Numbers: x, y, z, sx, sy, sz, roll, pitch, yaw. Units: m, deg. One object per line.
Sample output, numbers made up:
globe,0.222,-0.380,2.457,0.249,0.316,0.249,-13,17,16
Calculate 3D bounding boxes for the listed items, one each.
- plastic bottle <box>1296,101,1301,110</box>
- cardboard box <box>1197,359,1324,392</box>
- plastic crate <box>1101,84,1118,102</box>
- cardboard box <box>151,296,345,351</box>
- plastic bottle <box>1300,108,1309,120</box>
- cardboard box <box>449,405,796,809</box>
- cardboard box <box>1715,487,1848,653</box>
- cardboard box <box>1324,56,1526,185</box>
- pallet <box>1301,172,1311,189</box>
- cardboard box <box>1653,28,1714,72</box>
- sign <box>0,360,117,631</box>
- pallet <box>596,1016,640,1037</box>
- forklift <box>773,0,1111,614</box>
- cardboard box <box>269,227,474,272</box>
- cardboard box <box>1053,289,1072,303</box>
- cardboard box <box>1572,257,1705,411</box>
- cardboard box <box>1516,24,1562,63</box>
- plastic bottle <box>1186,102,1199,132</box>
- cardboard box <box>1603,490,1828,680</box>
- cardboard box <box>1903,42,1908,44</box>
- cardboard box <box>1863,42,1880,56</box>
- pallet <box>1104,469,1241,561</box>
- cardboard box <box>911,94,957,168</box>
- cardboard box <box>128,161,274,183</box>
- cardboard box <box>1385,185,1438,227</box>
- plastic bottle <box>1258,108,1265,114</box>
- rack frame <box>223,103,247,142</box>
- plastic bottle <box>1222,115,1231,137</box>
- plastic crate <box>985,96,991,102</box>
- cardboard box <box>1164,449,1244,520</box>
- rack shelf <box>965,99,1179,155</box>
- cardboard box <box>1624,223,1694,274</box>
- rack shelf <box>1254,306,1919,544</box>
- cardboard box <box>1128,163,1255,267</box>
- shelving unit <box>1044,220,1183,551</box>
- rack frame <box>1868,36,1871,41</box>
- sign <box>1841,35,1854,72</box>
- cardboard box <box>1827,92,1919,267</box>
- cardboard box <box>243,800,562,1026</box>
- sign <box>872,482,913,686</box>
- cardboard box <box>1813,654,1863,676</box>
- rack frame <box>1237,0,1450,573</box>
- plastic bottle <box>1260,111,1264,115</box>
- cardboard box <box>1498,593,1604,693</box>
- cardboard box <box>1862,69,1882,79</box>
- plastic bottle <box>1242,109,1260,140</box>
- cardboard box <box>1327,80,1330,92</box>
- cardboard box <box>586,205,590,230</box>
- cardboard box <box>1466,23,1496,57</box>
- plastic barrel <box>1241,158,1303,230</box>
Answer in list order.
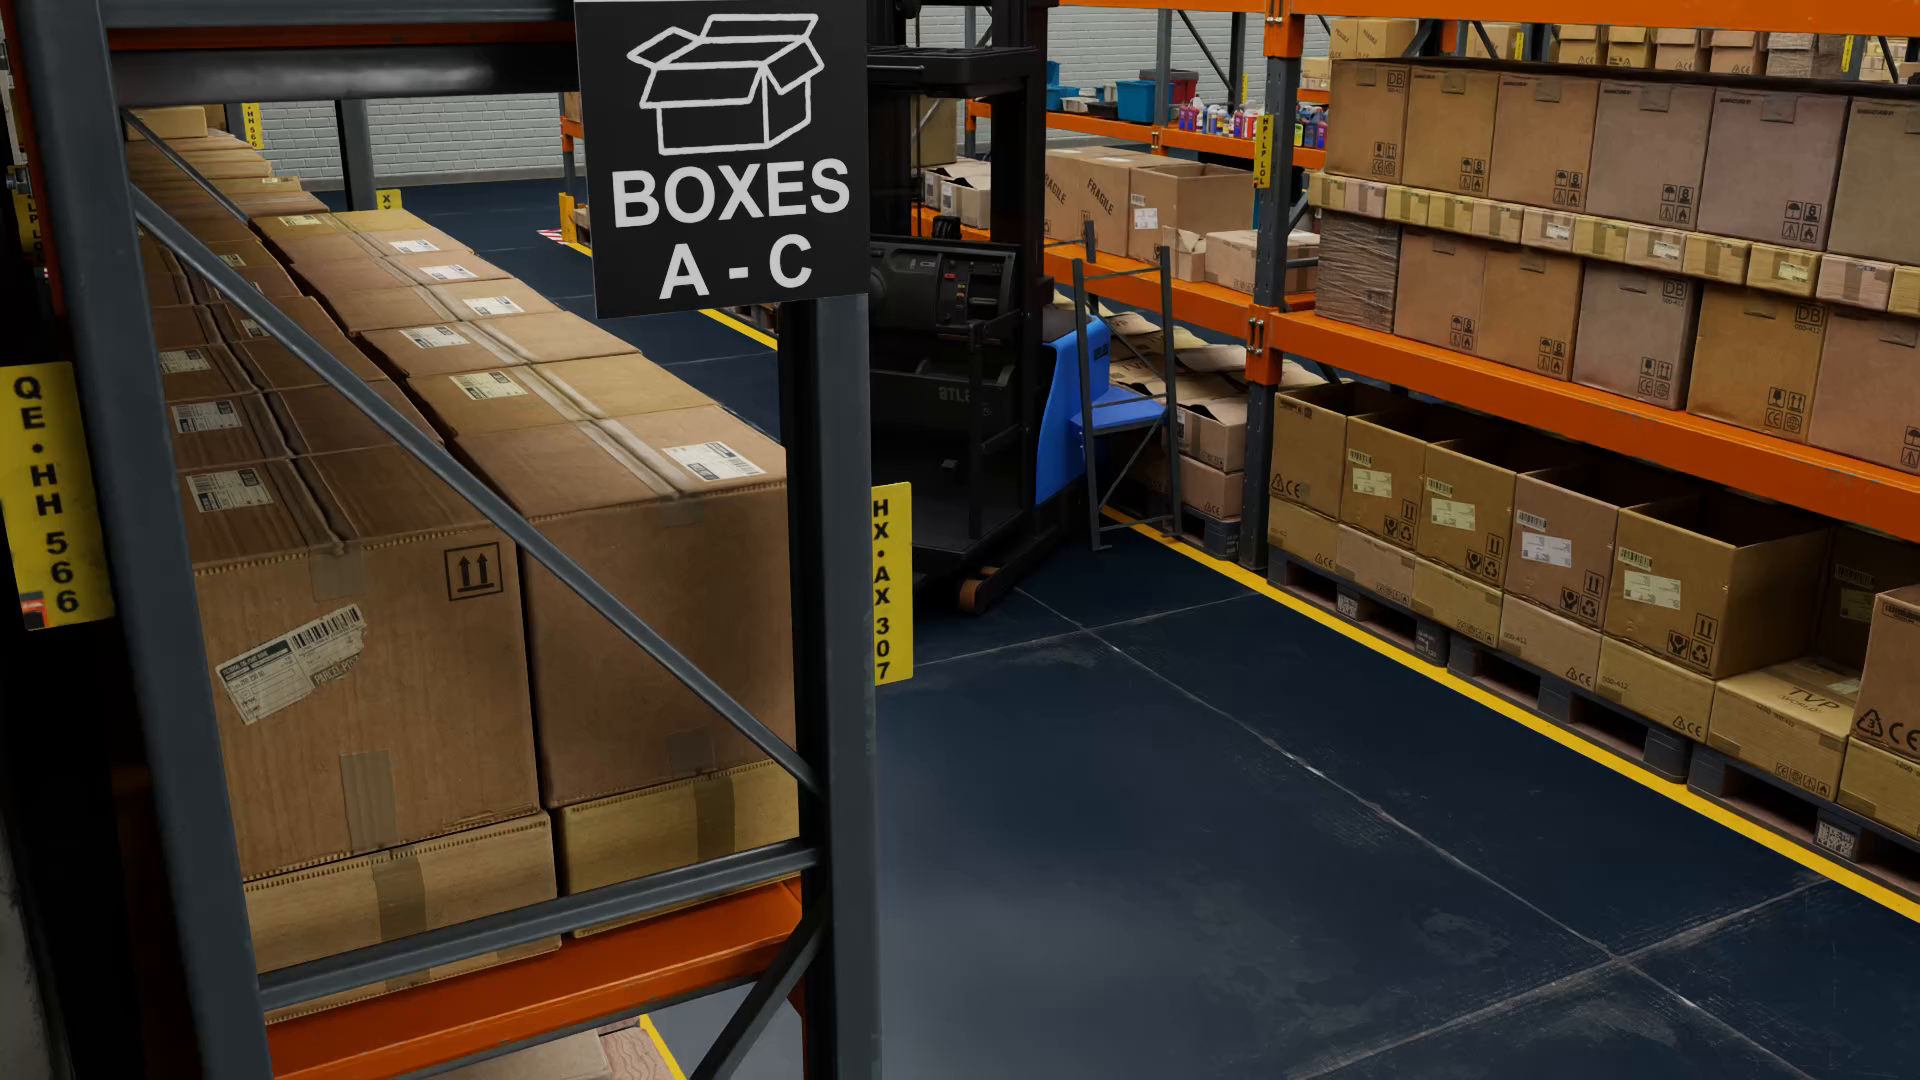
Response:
plastic bottle,3.236,-4.124,16.137,0.144,0.351,0.185,-10,21,-27
cardboard box,1.651,-0.817,9.188,0.500,0.311,0.500,-10,22,-27
plastic crate,1.860,-4.853,18.263,0.437,0.282,0.530,-10,21,-27
cardboard box,-1.727,-0.268,3.936,0.500,0.500,0.500,-10,21,-26
plastic bottle,3.271,-3.977,15.832,0.097,0.271,0.097,0,19,0
cardboard box,-0.559,0.089,2.901,0.500,0.500,0.500,-10,21,-27
cardboard box,3.214,0.071,6.326,0.500,0.500,0.500,-10,21,-27
cardboard box,2.077,-1.885,7.431,0.700,0.500,0.500,-10,21,-26
pallet,5.331,-4.793,22.276,1.003,0.211,1.213,-10,21,-27
cardboard box,7.717,-5.145,17.330,0.797,0.503,0.637,-9,21,-25
sign,-1.095,-0.051,1.997,0.100,0.325,0.005,-10,21,-27
pallet,-1.563,1.274,4.694,1.003,0.211,1.213,-10,21,-27
forklift,-0.266,-1.202,7.698,1.130,2.935,3.031,9,21,24
cardboard box,-1.758,-0.645,5.030,0.500,0.500,0.500,-10,21,-27
cardboard box,0.427,-1.551,11.316,0.500,0.311,0.500,-9,21,-25
cardboard box,2.813,-0.830,6.362,0.700,0.500,0.500,-9,21,-25
cardboard box,6.780,-5.782,19.491,0.500,0.500,0.500,-10,21,-27
plastic bottle,2.285,-4.149,16.312,0.061,0.283,0.133,-10,21,-27
cardboard box,2.756,0.151,6.093,0.500,0.500,0.500,-10,21,-27
cardboard box,11.807,-6.045,20.456,0.380,0.149,0.250,-11,22,-28
cardboard box,11.115,-6.018,20.378,0.380,0.149,0.250,-9,21,-25
pallet,1.477,-0.238,9.075,1.003,0.211,1.213,-10,21,-27
cardboard box,-0.436,-2.908,11.741,0.500,0.500,0.700,16,25,39
cardboard box,-3.307,-1.335,7.151,0.700,0.500,0.500,-7,20,-19
cardboard box,2.062,-1.452,7.169,0.380,0.149,0.250,-11,22,-28
plastic bottle,2.881,-3.921,15.663,0.152,0.276,0.135,-10,21,-27
rack frame,-4.396,-1.731,9.126,1.000,3.000,0.127,-10,21,-27
plastic bottle,2.559,-3.957,15.883,0.097,0.201,0.097,0,19,0
plastic crate,0.431,-5.239,19.604,0.250,0.136,0.298,-10,21,-27
cardboard box,1.409,-0.324,8.620,0.500,0.250,0.500,-10,22,-27
rack shelf,1.474,-4.648,18.682,1.077,0.370,4.000,-10,21,-27
cardboard box,2.673,-1.082,6.097,0.380,0.149,0.250,-10,22,-27
rack shelf,2.811,-0.437,6.478,1.077,0.370,4.000,-10,21,-27
cardboard box,1.261,-1.772,9.093,0.500,0.500,0.500,-8,21,-23
shelving unit,0.699,-0.845,8.793,0.538,1.500,1.048,-11,20,-14
rack frame,11.195,-5.920,21.266,1.000,3.000,0.127,-10,21,-27
sign,8.195,-4.493,15.355,0.100,0.325,0.005,-10,21,-27
cardboard box,3.271,-1.165,5.342,0.700,0.500,0.500,-11,22,-28
cardboard box,-0.990,0.523,2.793,0.500,0.250,0.500,-10,21,-26
sign,-0.120,0.072,2.573,0.100,0.325,0.005,-10,21,-27
cardboard box,3.461,0.567,6.037,0.500,0.250,0.500,-10,21,-27
rack frame,1.861,-1.351,8.025,1.000,3.000,0.127,-10,21,-27
plastic bottle,2.858,-3.831,15.402,0.152,0.276,0.135,-10,21,-27
cardboard box,2.523,0.362,6.633,0.500,0.250,0.500,-10,21,-27
cardboard box,11.230,-5.665,20.267,0.380,0.149,0.250,-10,21,-26
plastic bottle,2.748,-3.897,15.594,0.152,0.276,0.135,-10,21,-27
cardboard box,5.006,-5.910,21.624,0.380,0.149,0.250,-11,22,-28
cardboard box,-3.591,-3.360,17.389,0.500,0.250,0.500,-10,21,-27
cardboard box,6.094,-5.840,19.659,0.500,0.500,0.500,-10,21,-26
plastic barrel,3.003,-3.258,16.125,0.600,0.901,0.708,-10,21,-27
